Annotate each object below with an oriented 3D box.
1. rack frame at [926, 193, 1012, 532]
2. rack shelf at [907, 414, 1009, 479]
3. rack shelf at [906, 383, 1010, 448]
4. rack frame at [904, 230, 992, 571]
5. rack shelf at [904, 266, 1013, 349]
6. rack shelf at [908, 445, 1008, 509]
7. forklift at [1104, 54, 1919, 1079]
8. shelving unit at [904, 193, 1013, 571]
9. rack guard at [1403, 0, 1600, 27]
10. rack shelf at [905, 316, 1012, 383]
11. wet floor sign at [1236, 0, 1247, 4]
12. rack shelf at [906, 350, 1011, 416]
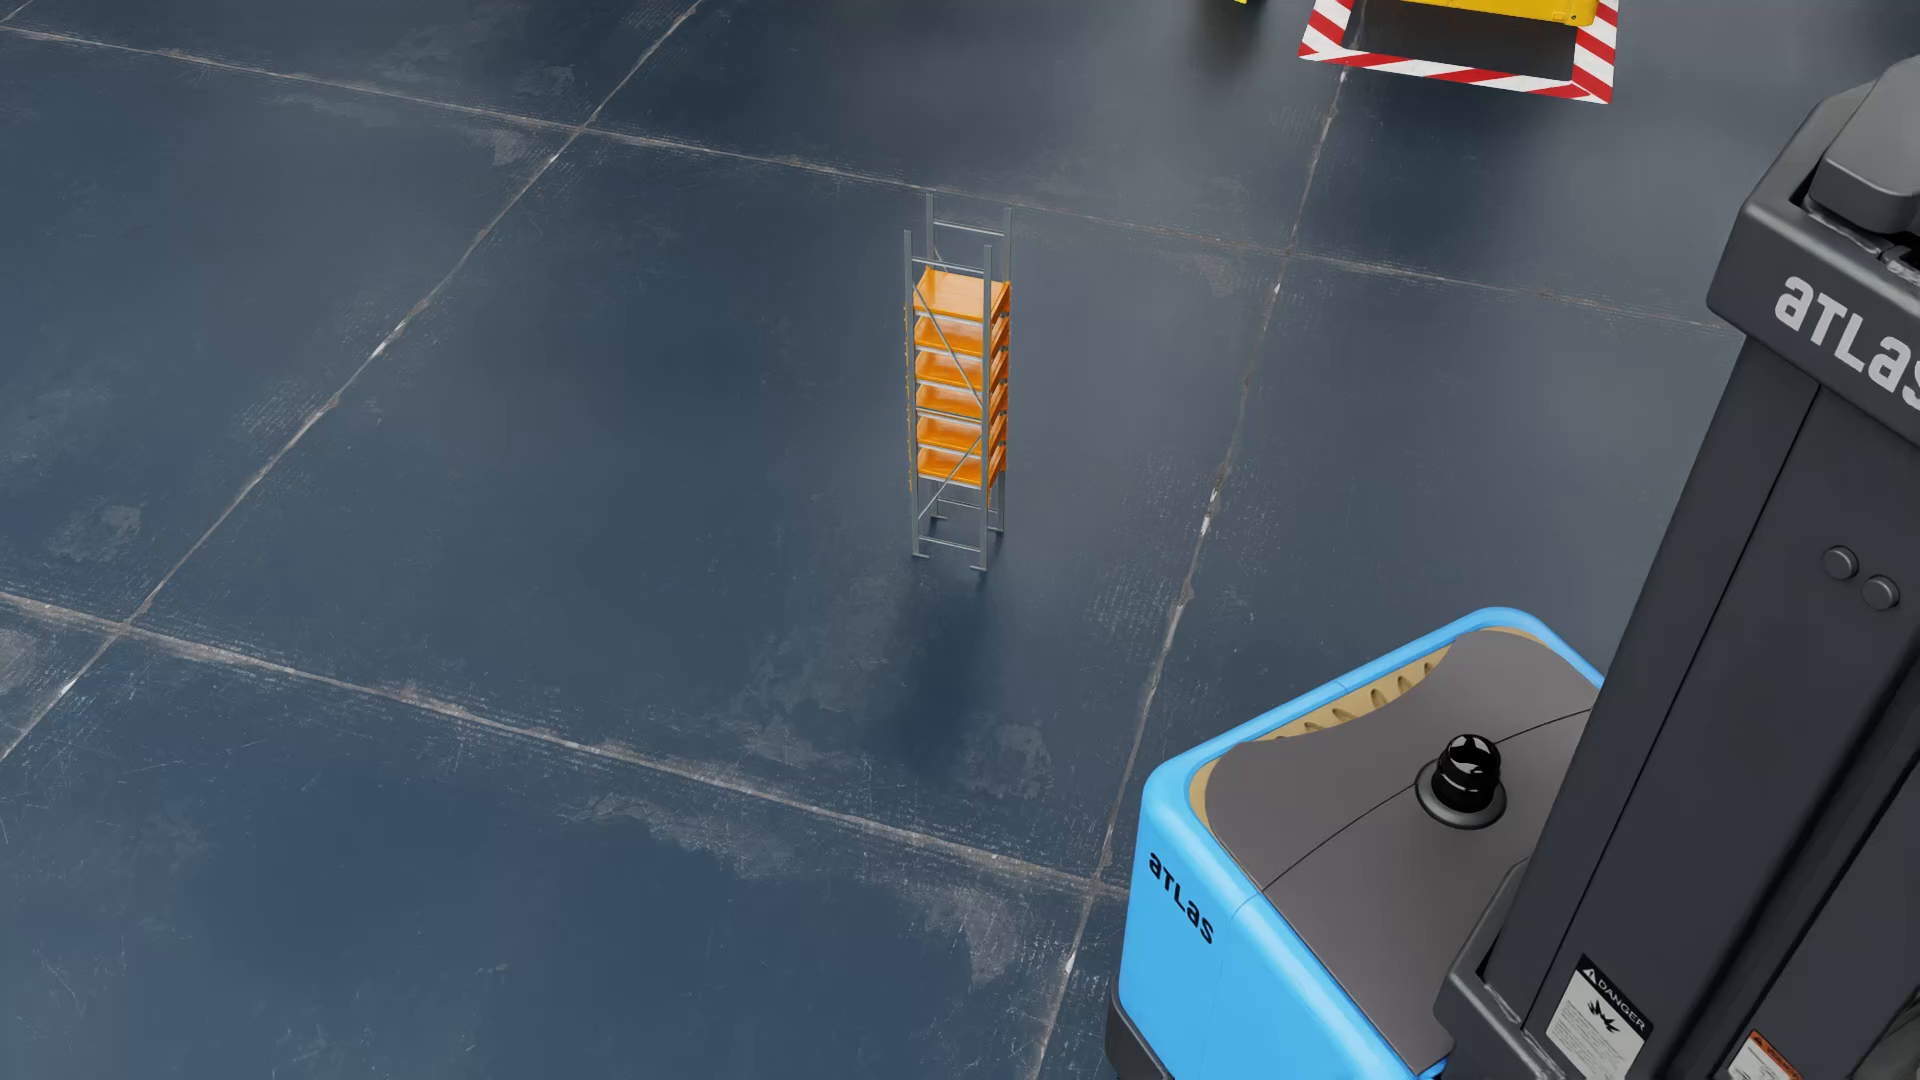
[{"bbox_3d":[0.023,-0.480,4.883,0.240,1.200,0.006,13,46,12],"label":"rack frame"},{"bbox_3d":[-0.004,-0.302,4.936,0.258,0.103,0.180,13,46,12],"label":"rack shelf"},{"bbox_3d":[-0.004,-0.387,4.852,0.258,0.103,0.180,13,46,12],"label":"rack shelf"},{"bbox_3d":[-0.032,-0.358,4.758,0.240,1.200,0.006,13,46,12],"label":"rack frame"},{"bbox_3d":[-0.004,-0.645,4.600,0.258,0.103,0.180,13,46,12],"label":"rack shelf"},{"bbox_3d":[-0.004,-0.216,5.019,0.258,0.103,0.180,13,46,12],"label":"rack shelf"},{"bbox_3d":[1.515,0.902,2.233,1.130,2.935,3.031,-22,49,-21],"label":"forklift"},{"bbox_3d":[-0.004,-0.419,4.821,0.258,1.200,0.189,13,46,12],"label":"shelving unit"},{"bbox_3d":[2.408,-2.773,7.726,1.175,0.500,0.348,13,46,13],"label":"rack guard"},{"bbox_3d":[-0.004,-0.559,4.684,0.258,0.103,0.180,13,46,12],"label":"rack shelf"},{"bbox_3d":[1.308,-2.874,7.726,0.267,0.644,0.232,28,51,26],"label":"wet floor sign"},{"bbox_3d":[-0.004,-0.473,4.768,0.258,0.103,0.180,13,46,12],"label":"rack shelf"}]
